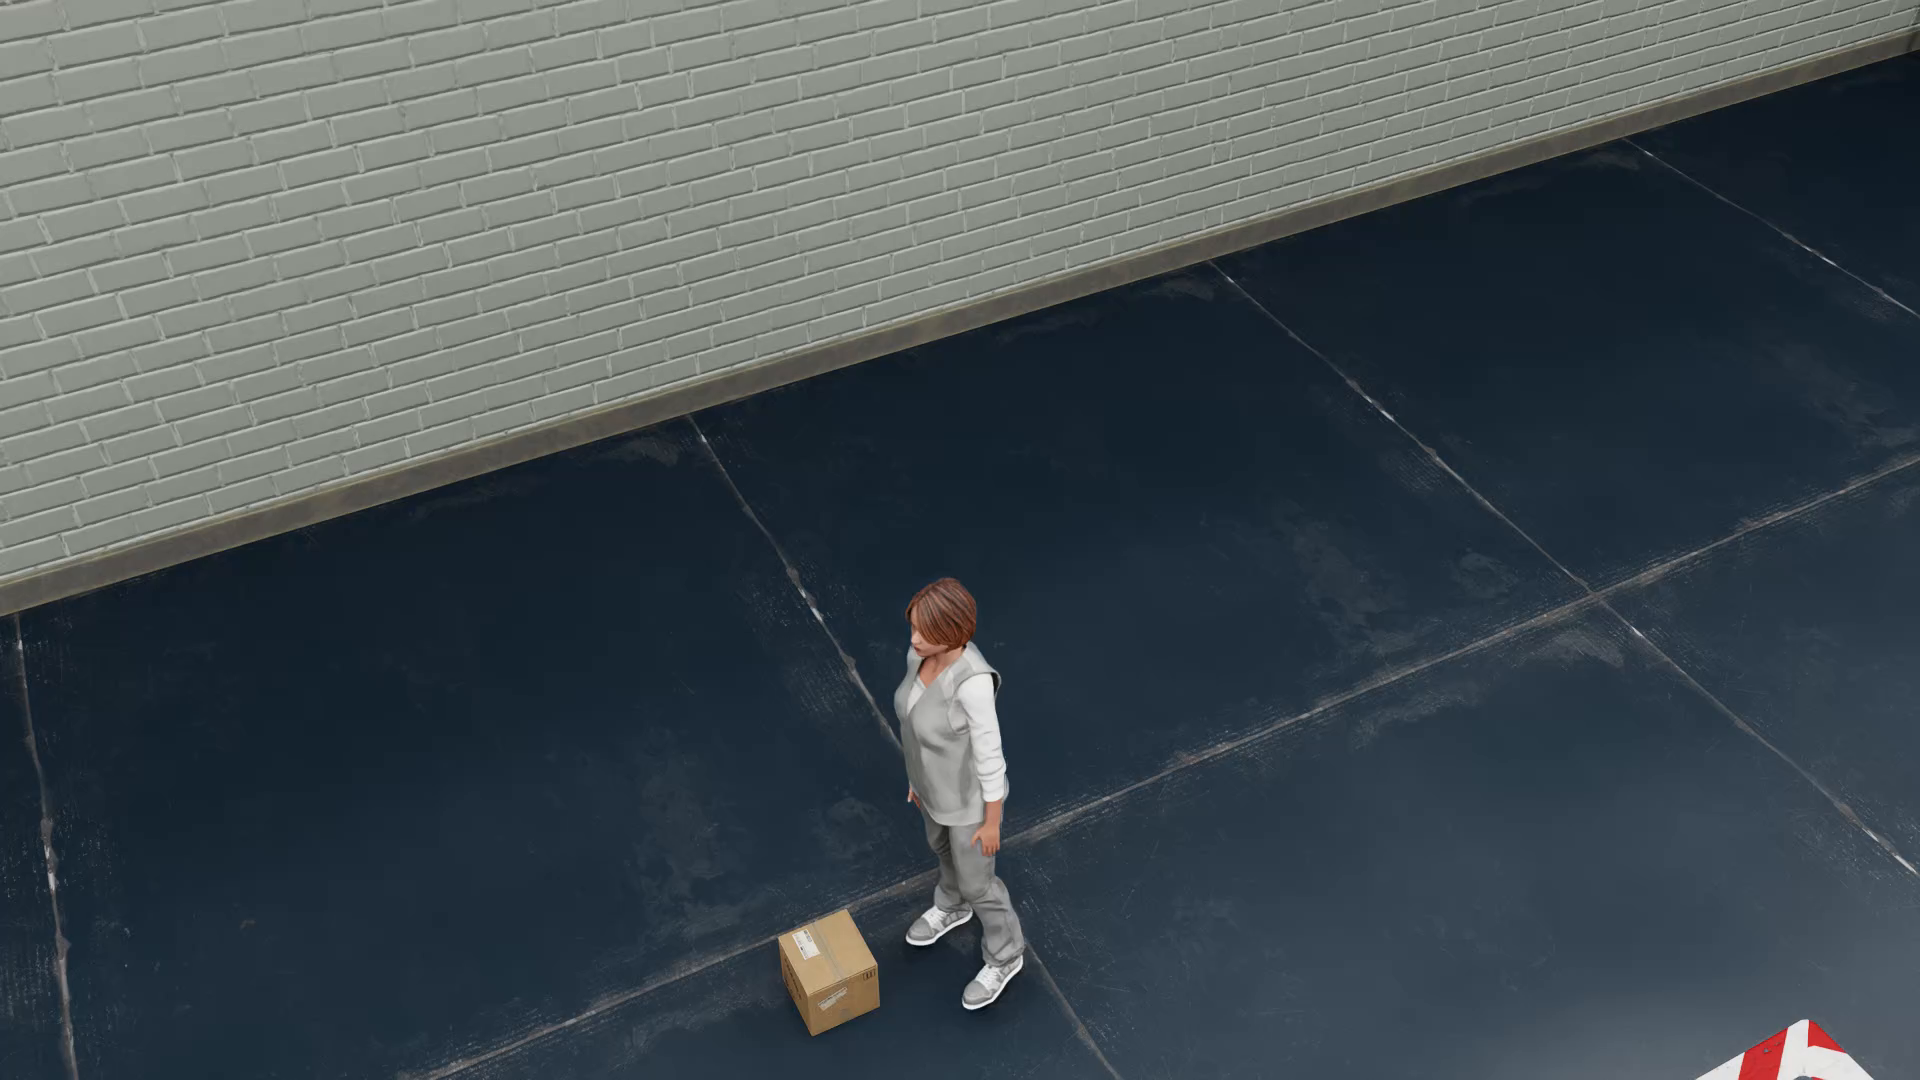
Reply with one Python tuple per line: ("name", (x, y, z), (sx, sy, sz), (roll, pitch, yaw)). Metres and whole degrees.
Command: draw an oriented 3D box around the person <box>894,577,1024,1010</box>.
("person", (-0.002, 0.809, 5.247), (0.332, 1.598, 0.540), (-18, 45, -19))
